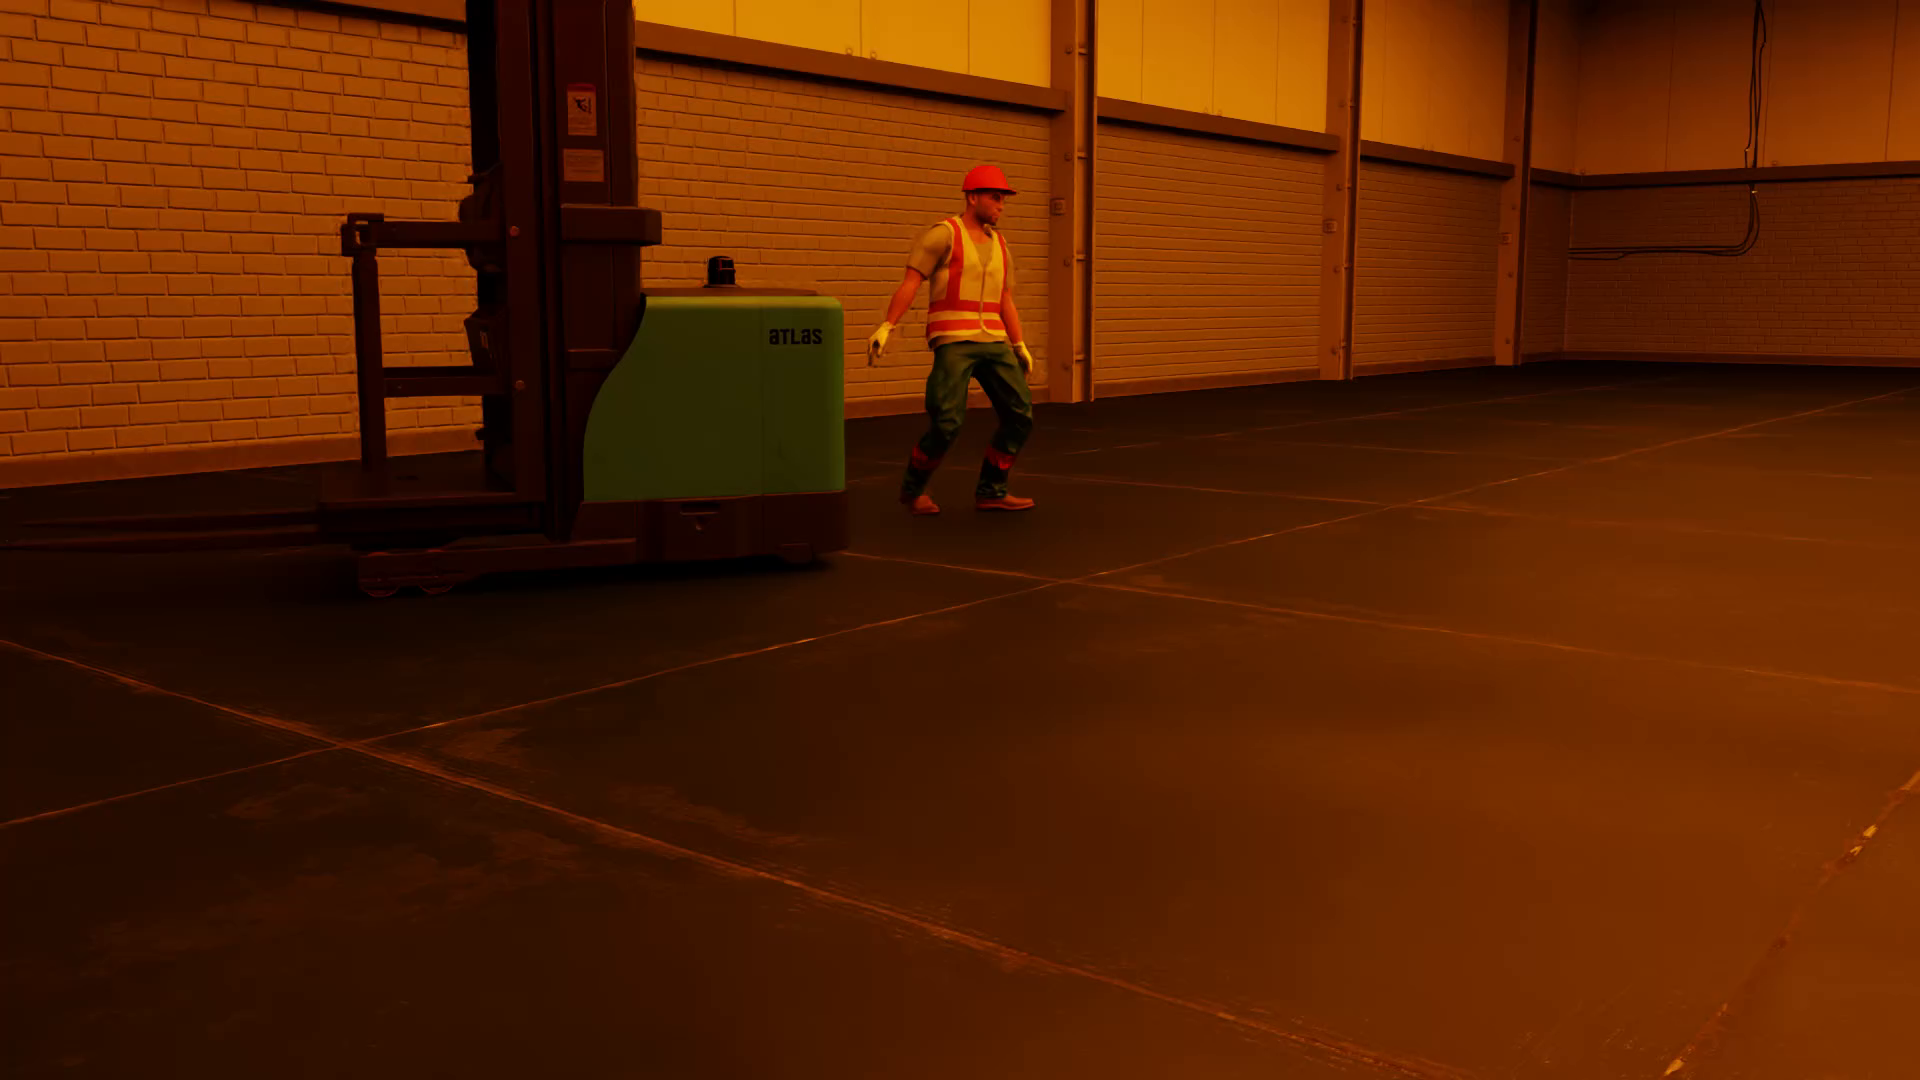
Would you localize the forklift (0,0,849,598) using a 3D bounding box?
[{"bbox_3d":[-2.017,-1.329,6.365,3.031,2.935,1.130,-3,9,-21],"label":"forklift"}]

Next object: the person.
[{"bbox_3d":[-0.036,-0.968,8.165,0.894,1.697,0.496,-5,10,-33],"label":"person"}]
